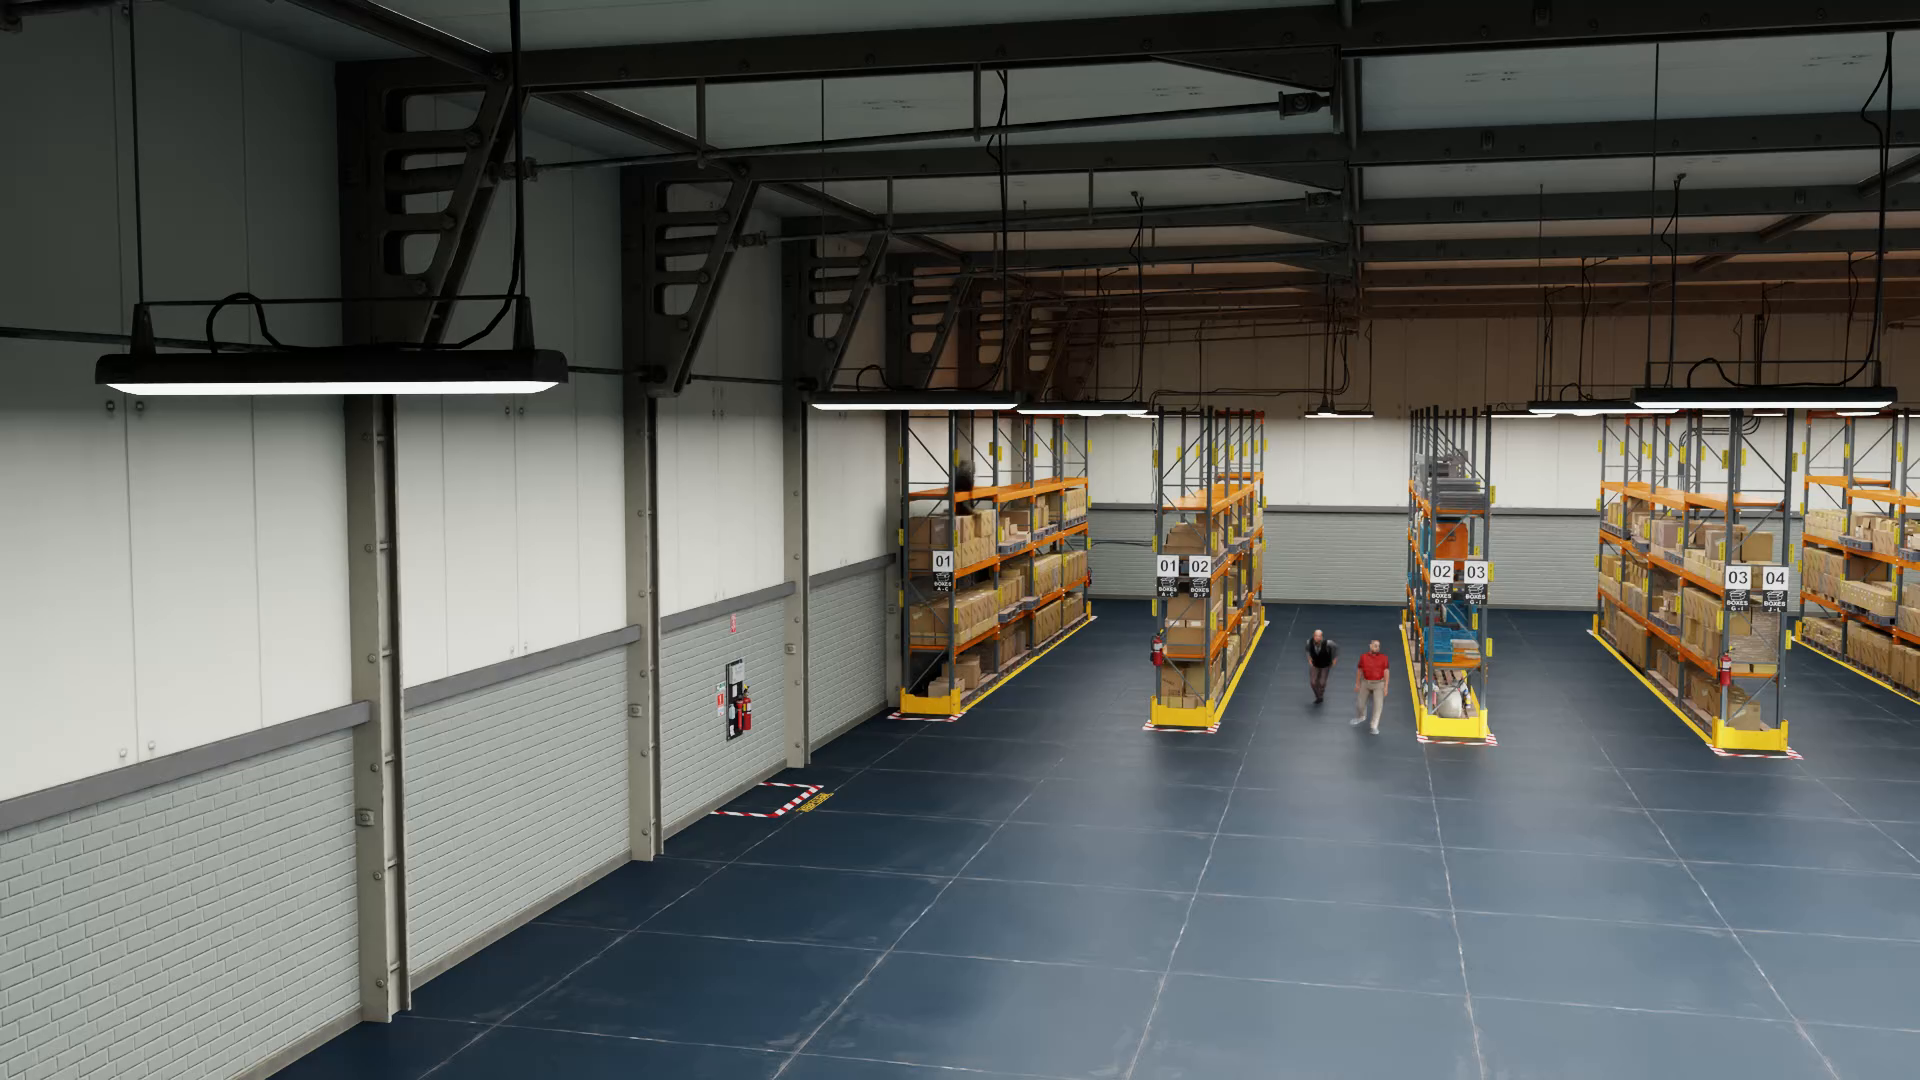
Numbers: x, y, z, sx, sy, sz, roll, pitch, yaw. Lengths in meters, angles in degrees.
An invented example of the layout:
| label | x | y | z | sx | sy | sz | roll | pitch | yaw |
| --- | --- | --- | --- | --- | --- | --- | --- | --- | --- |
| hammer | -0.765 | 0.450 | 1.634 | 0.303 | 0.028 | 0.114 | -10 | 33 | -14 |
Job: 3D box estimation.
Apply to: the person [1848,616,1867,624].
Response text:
| label | x | y | z | sx | sy | sz | roll | pitch | yaw |
| --- | --- | --- | --- | --- | --- | --- | --- | --- | --- |
| person | 23.570 | 1.739 | 43.916 | 0.643 | 1.619 | 0.893 | -3 | 5 | -35 |

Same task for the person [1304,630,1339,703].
| label | x | y | z | sx | sy | sz | roll | pitch | yaw |
| --- | --- | --- | --- | --- | --- | --- | --- | --- | --- |
| person | 7.303 | 2.554 | 33.559 | 0.687 | 1.539 | 0.824 | 1 | 4 | 20 |

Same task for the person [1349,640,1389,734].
| label | x | y | z | sx | sy | sz | roll | pitch | yaw |
| --- | --- | --- | --- | --- | --- | --- | --- | --- | --- |
| person | 7.516 | 2.712 | 30.575 | 0.739 | 1.637 | 0.625 | 2 | 4 | 21 |
